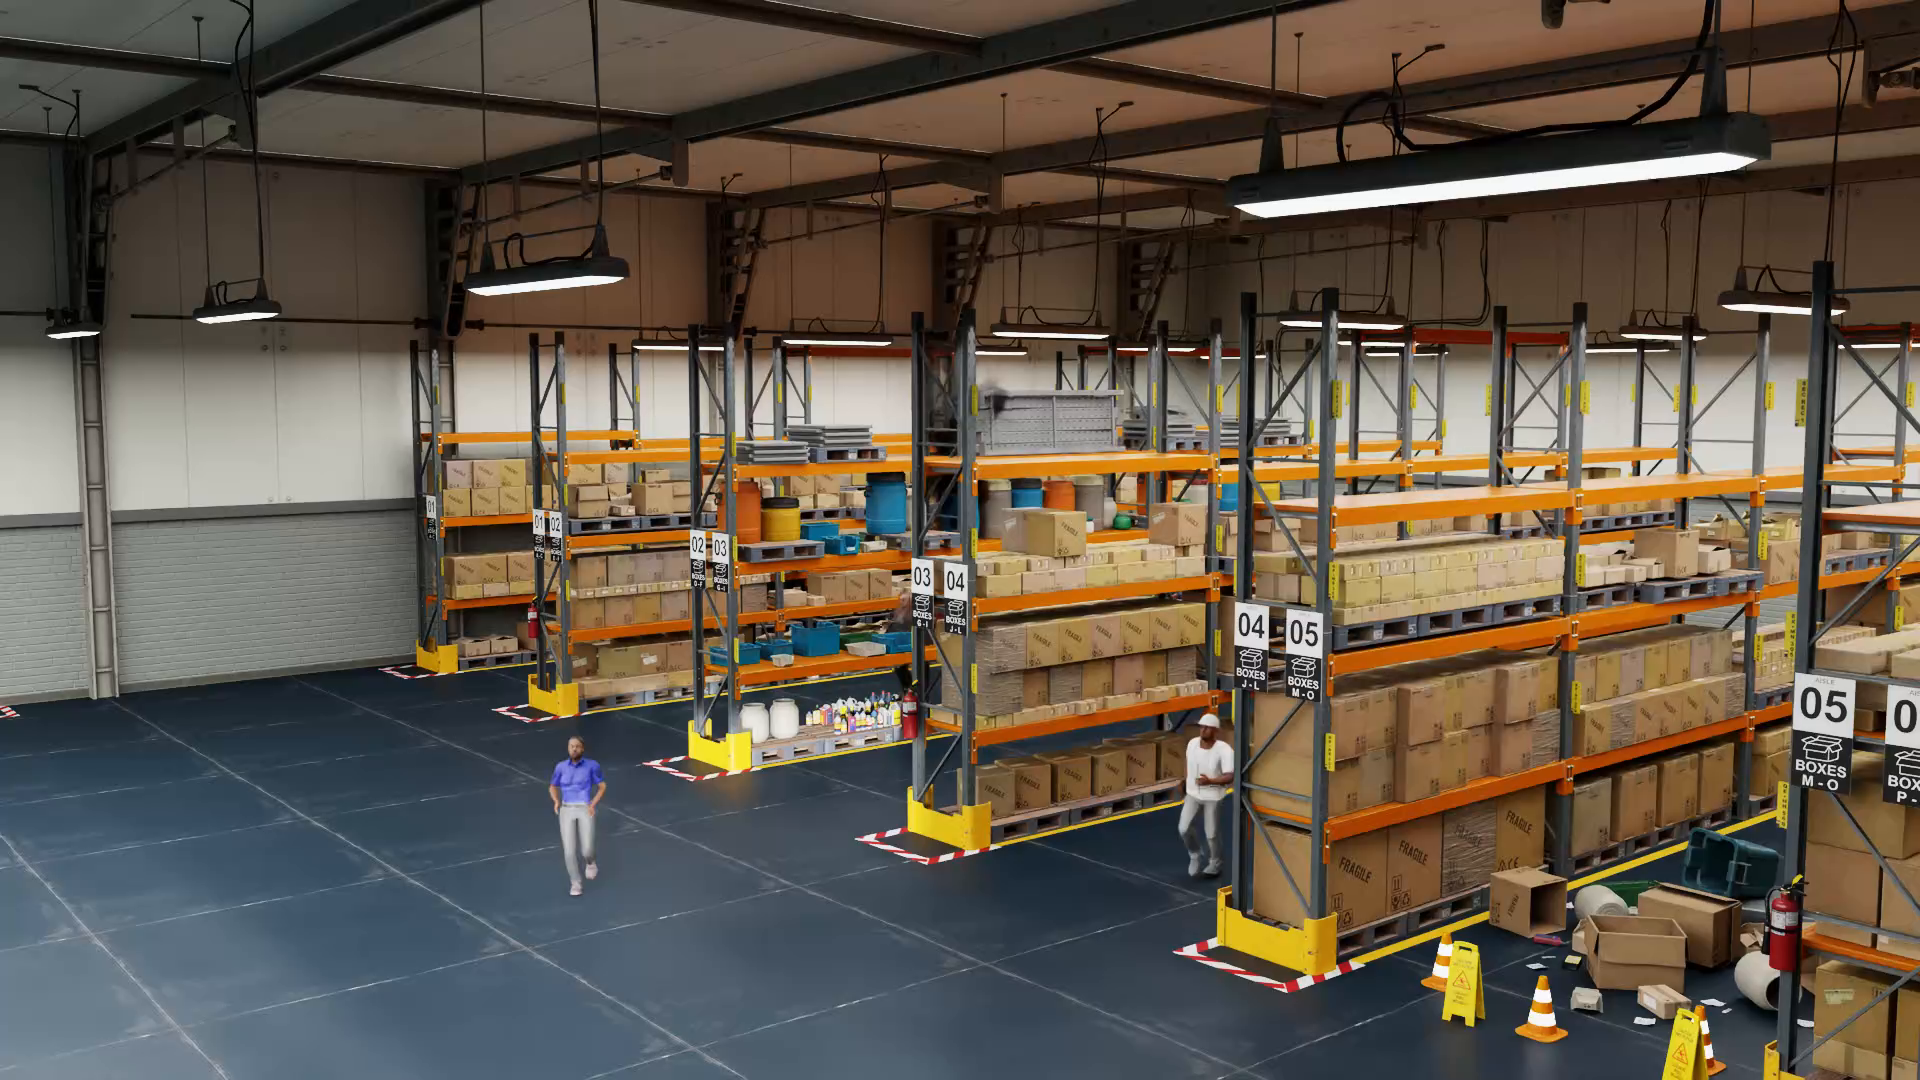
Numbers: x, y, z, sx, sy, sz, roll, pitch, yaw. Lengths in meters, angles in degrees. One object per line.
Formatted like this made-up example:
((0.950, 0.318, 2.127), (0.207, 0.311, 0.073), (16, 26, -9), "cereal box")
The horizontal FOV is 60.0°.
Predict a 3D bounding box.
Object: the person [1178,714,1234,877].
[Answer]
((2.540, 2.680, 17.363), (0.676, 1.739, 0.673), (4, 6, 34), "person")

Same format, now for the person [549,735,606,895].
((-3.913, 2.794, 16.990), (0.573, 1.604, 0.584), (0, 5, -5), "person")

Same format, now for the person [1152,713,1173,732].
((2.814, 2.126, 23.254), (0.805, 1.796, 0.643), (-5, 7, -45), "person")

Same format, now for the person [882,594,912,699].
((-0.919, 1.784, 27.100), (0.754, 1.814, 0.688), (-5, 7, -44), "person")
